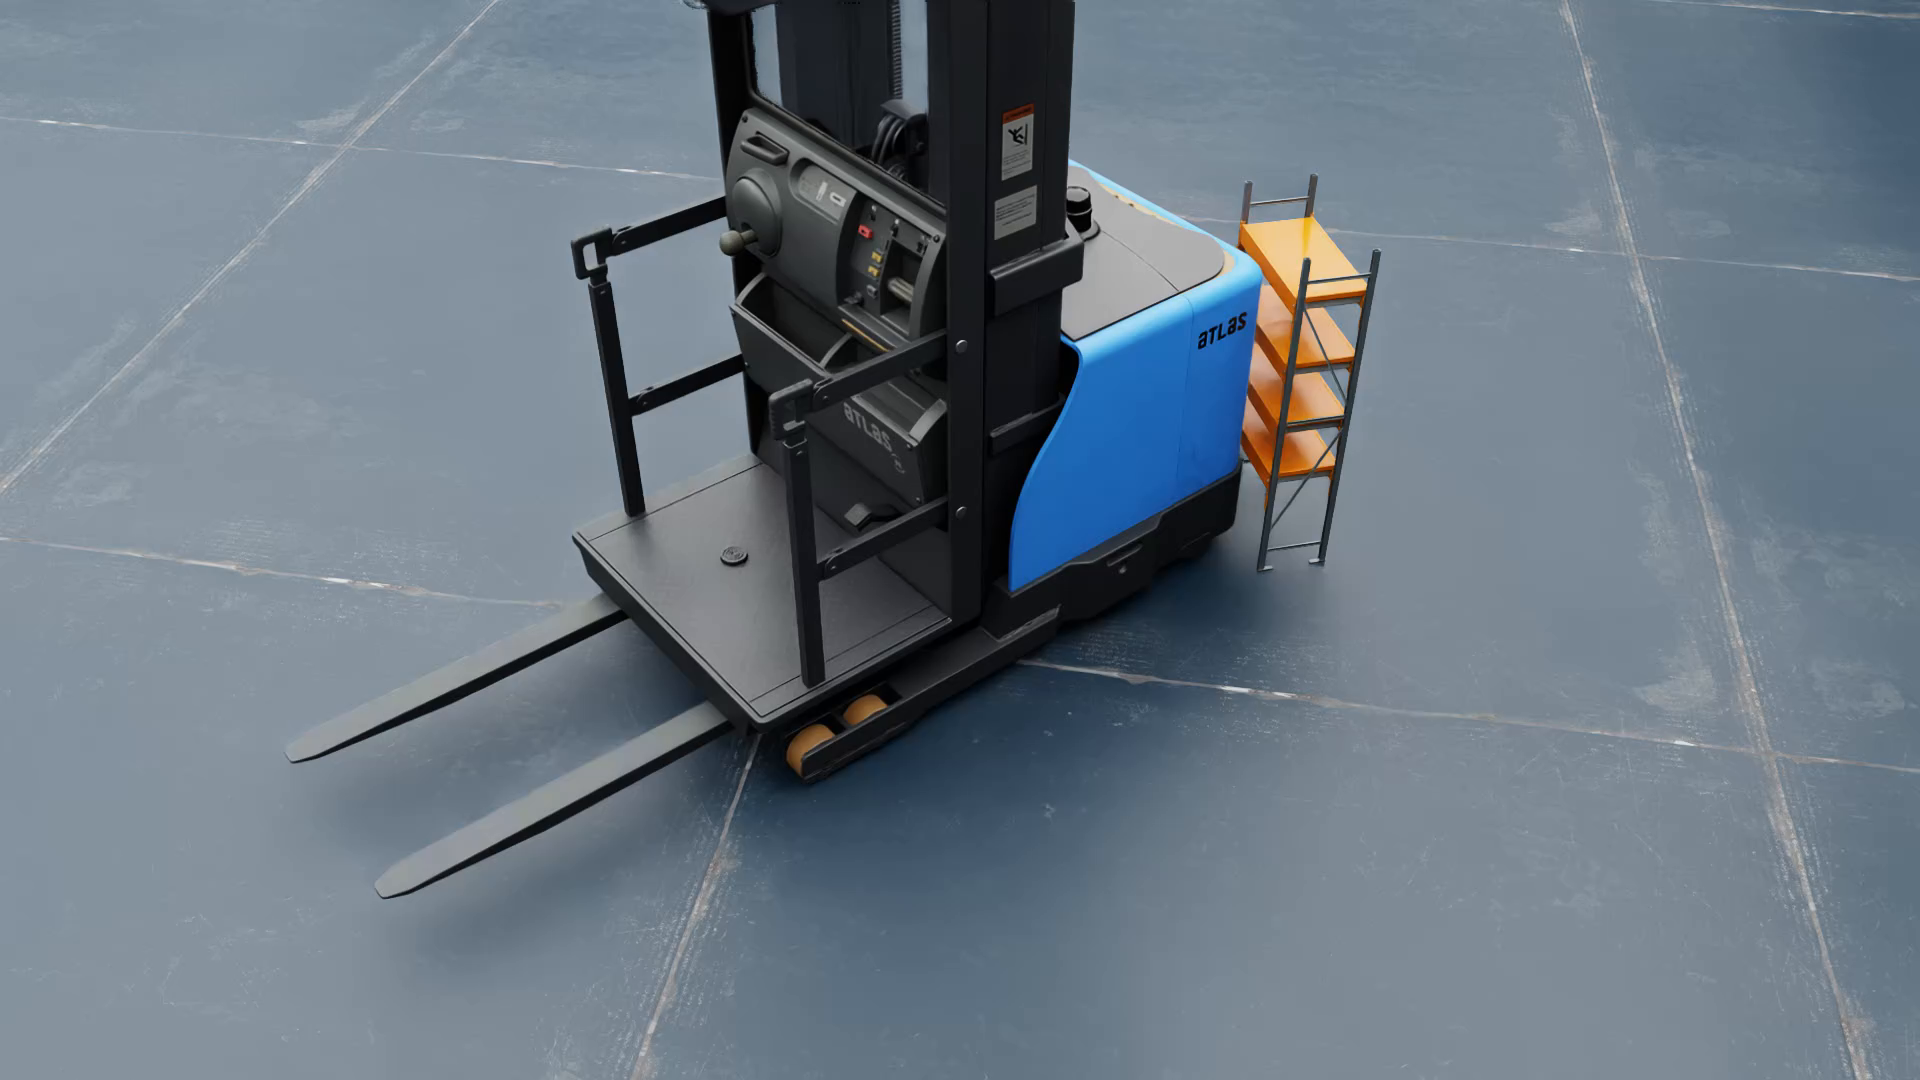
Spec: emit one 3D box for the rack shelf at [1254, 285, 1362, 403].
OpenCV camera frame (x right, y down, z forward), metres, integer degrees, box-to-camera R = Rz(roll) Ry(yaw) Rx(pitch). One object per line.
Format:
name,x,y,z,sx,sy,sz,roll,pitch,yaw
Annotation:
rack shelf,1.069,-0.649,5.347,0.258,0.148,0.480,-8,40,-10

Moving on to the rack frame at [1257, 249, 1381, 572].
rack frame,1.123,-0.376,5.264,0.240,1.200,0.015,-8,40,-10

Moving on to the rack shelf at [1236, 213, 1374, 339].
rack shelf,1.069,-0.831,5.197,0.258,0.148,0.480,-8,40,-10

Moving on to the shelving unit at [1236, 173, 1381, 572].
shelving unit,1.069,-0.528,5.447,0.258,1.200,0.503,-8,40,-10

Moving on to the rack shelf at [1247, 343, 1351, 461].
rack shelf,1.069,-0.476,5.490,0.258,0.148,0.480,-8,40,-10

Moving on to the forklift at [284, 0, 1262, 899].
forklift,-0.518,-0.803,4.421,3.031,2.935,1.130,-27,47,-29

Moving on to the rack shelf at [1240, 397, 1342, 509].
rack shelf,1.069,-0.323,5.617,0.258,0.148,0.480,-8,40,-10

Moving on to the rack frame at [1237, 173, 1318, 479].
rack frame,1.016,-0.680,5.631,0.240,1.200,0.015,-8,40,-10
